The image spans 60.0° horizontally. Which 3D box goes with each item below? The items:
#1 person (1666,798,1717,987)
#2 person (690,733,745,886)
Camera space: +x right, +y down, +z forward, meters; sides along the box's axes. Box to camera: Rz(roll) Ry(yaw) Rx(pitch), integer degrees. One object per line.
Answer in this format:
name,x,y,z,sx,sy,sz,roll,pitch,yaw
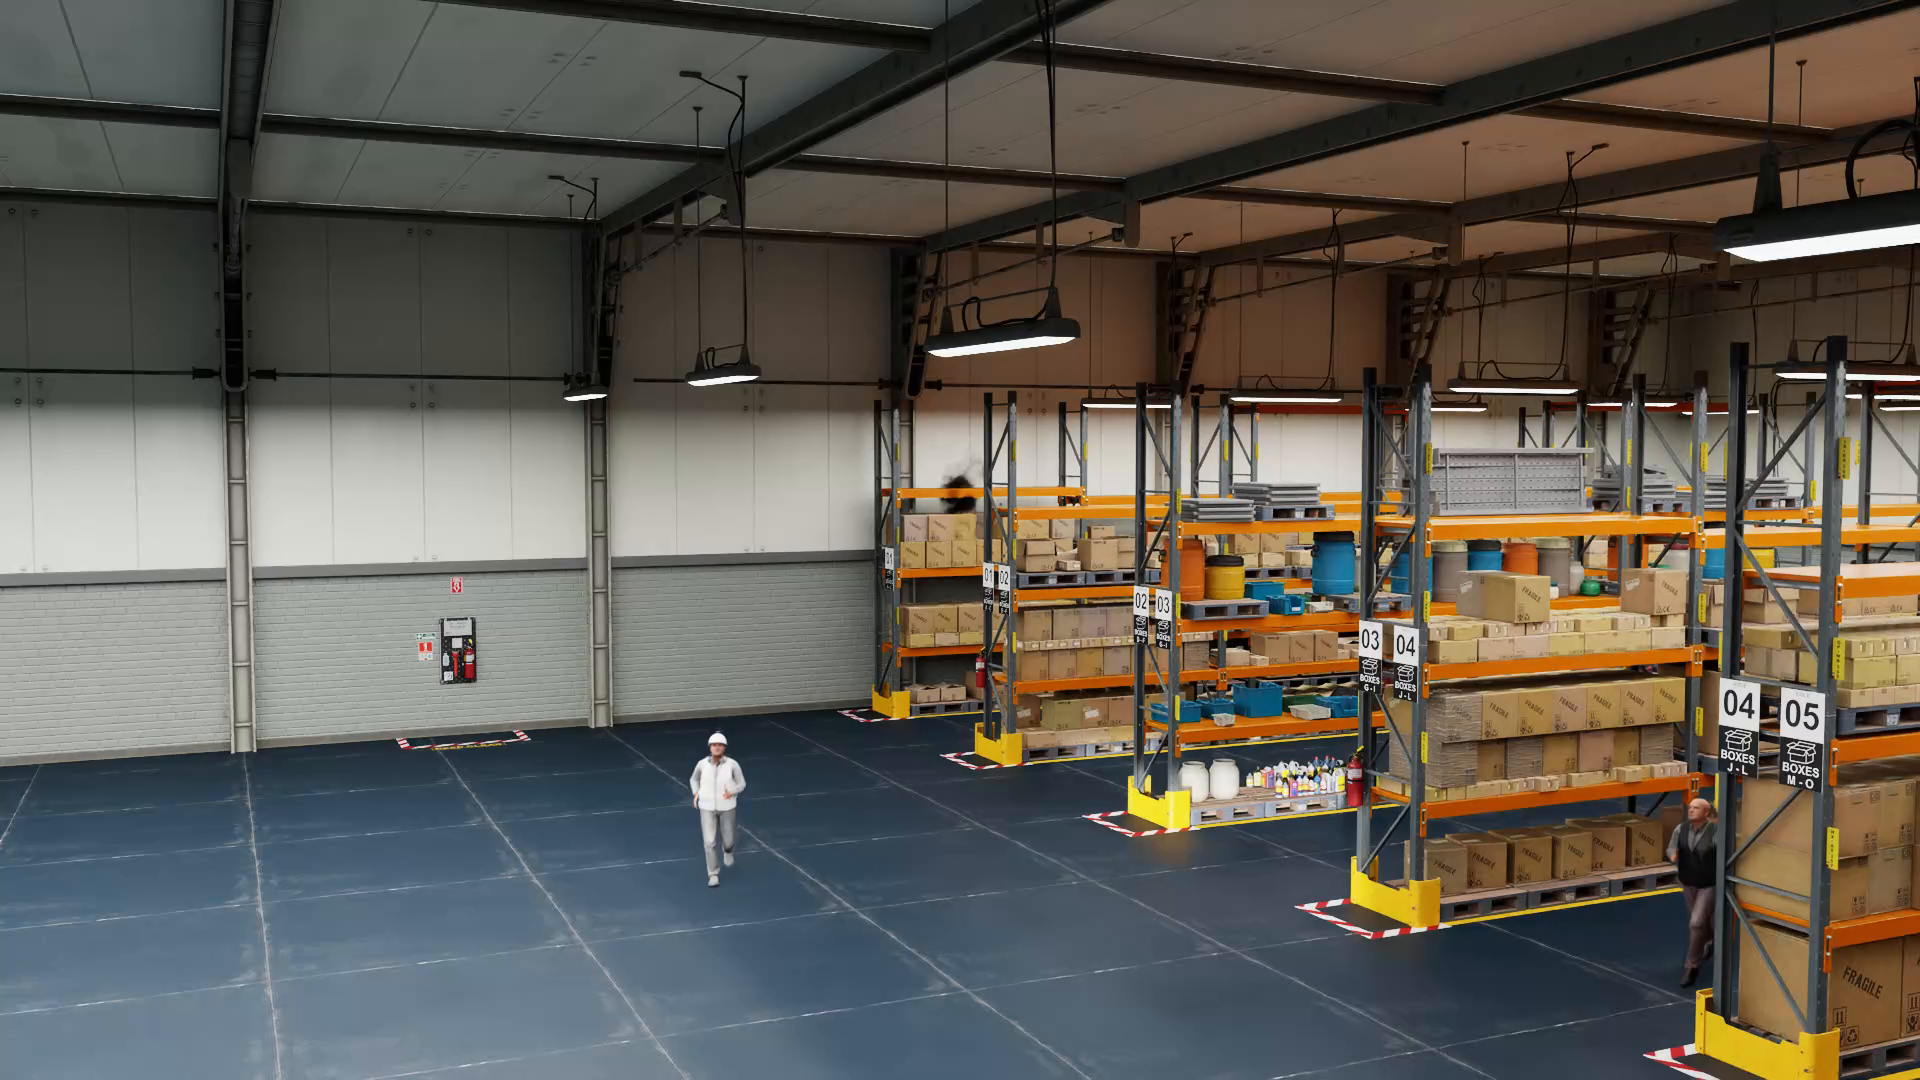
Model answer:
person,7.204,3.365,16.093,0.940,1.758,0.666,-2,4,-34
person,-2.869,3.152,19.649,0.668,1.739,0.803,0,3,-4
